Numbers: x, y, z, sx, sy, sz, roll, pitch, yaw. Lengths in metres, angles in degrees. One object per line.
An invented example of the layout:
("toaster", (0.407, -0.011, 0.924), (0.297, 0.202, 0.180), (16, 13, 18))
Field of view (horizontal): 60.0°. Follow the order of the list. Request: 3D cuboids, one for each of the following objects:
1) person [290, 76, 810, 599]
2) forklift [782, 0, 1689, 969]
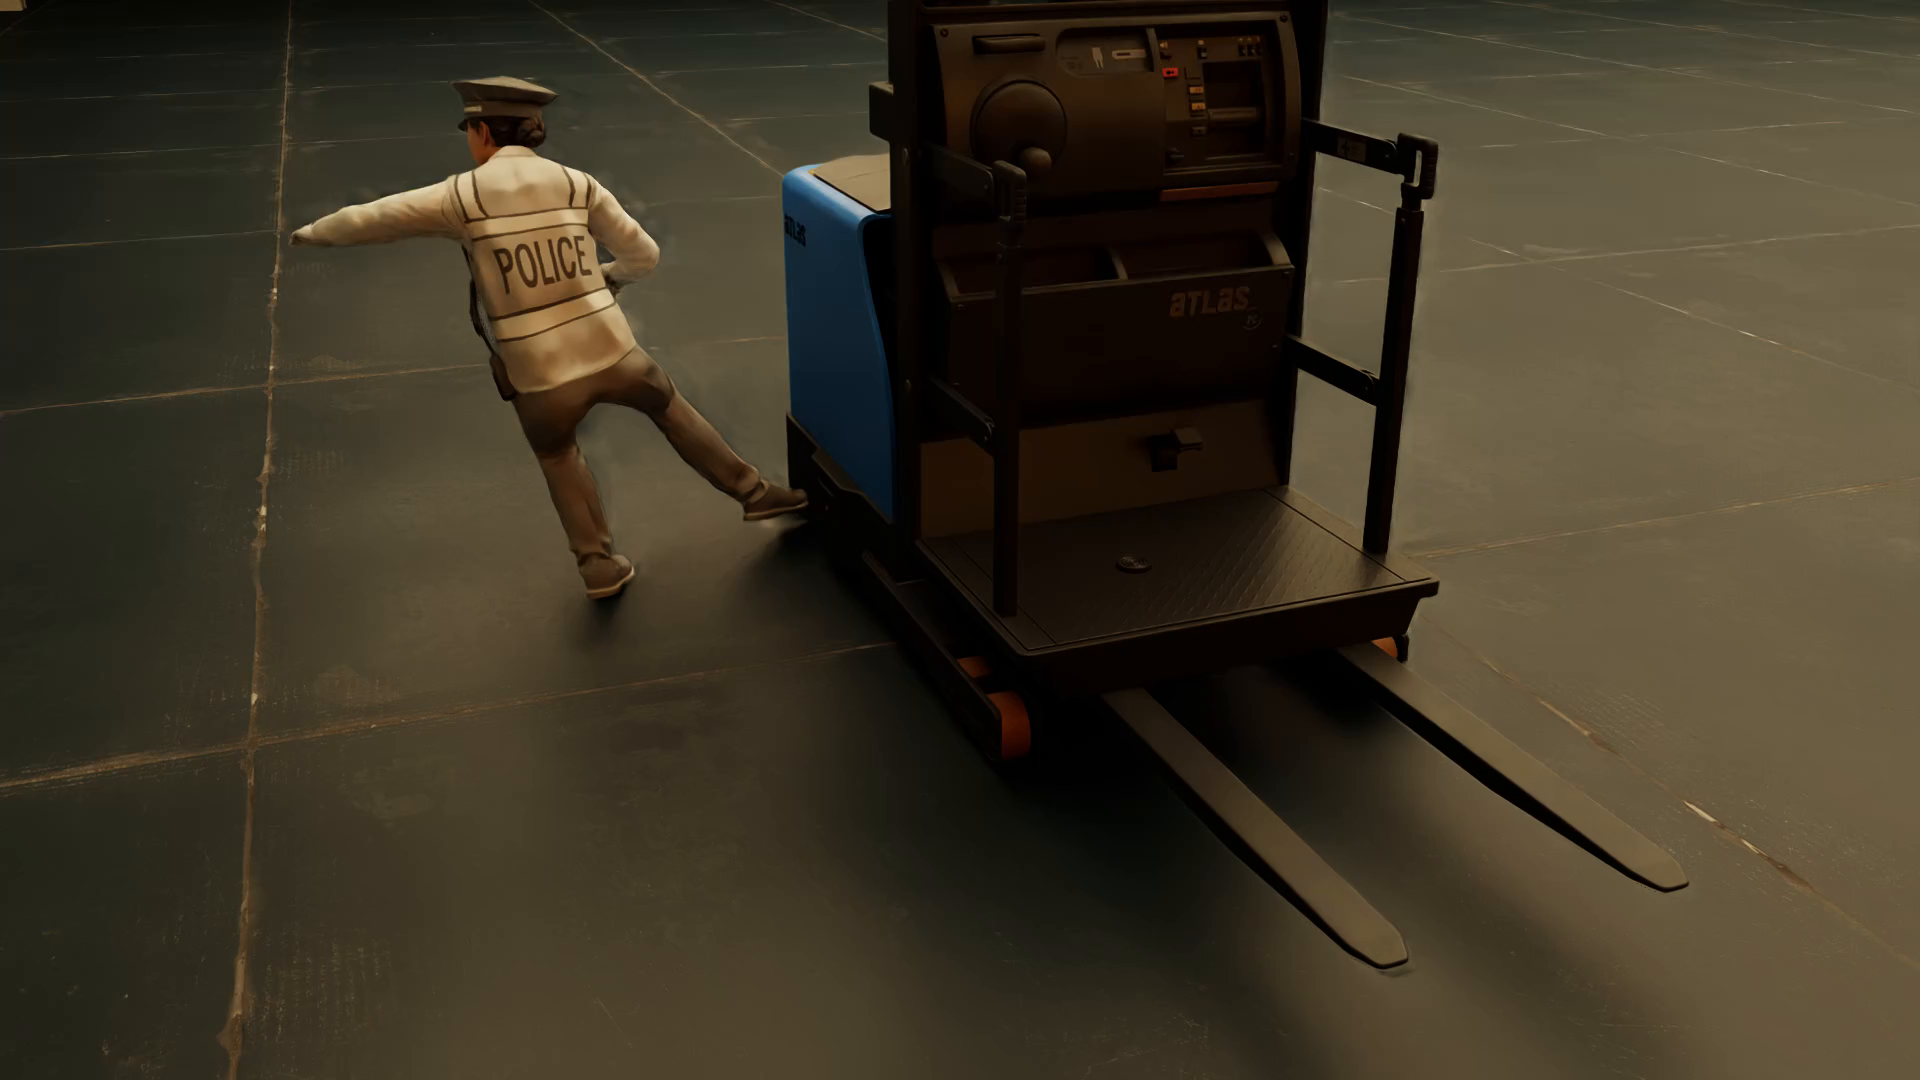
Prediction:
("person", (-1.070, -0.574, 4.659), (1.334, 1.428, 0.793), (-13, 26, -27))
("forklift", (0.463, -1.020, 3.725), (1.130, 2.935, 3.031), (-9, 24, -20))
